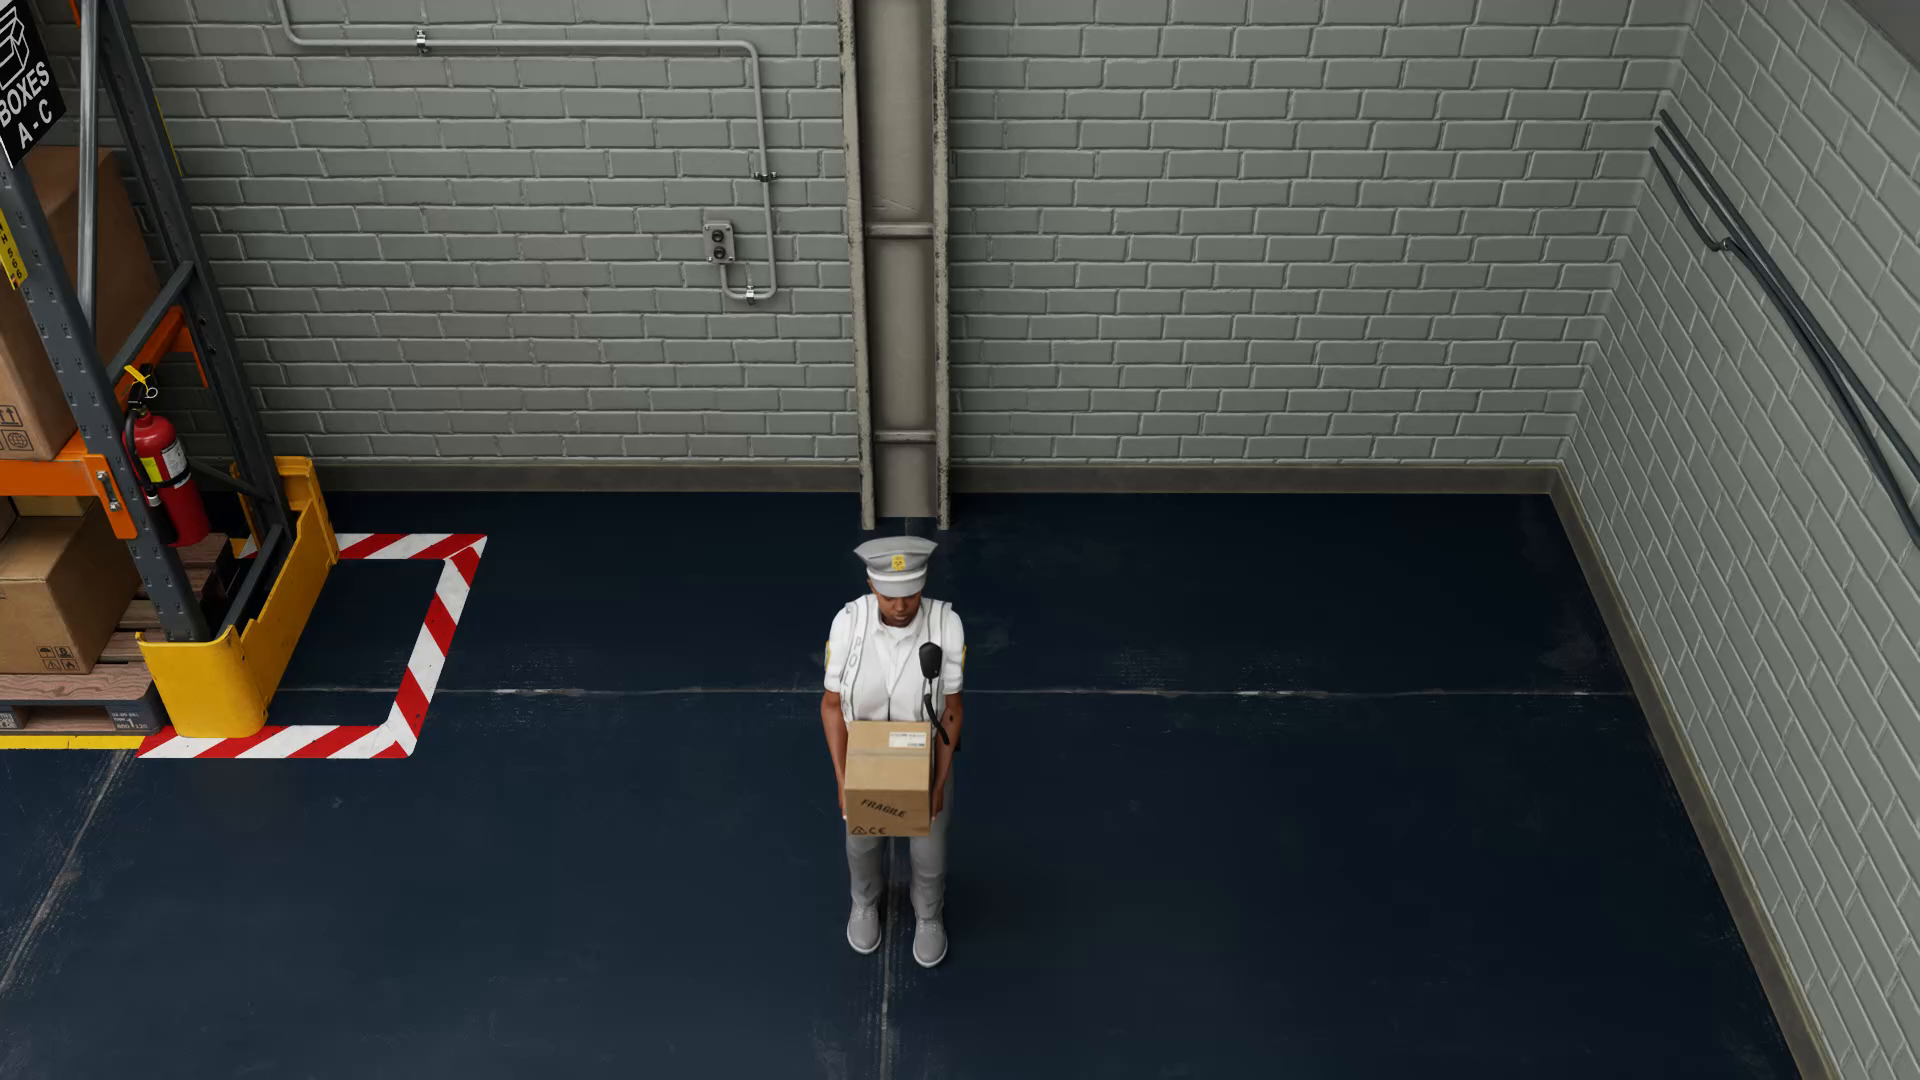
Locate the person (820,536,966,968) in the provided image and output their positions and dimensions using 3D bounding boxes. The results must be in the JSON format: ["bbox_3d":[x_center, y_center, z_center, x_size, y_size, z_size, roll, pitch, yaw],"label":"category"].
[{"bbox_3d":[-0.208,0.721,5.272,0.451,1.687,0.537,1,40,1],"label":"person"}]
